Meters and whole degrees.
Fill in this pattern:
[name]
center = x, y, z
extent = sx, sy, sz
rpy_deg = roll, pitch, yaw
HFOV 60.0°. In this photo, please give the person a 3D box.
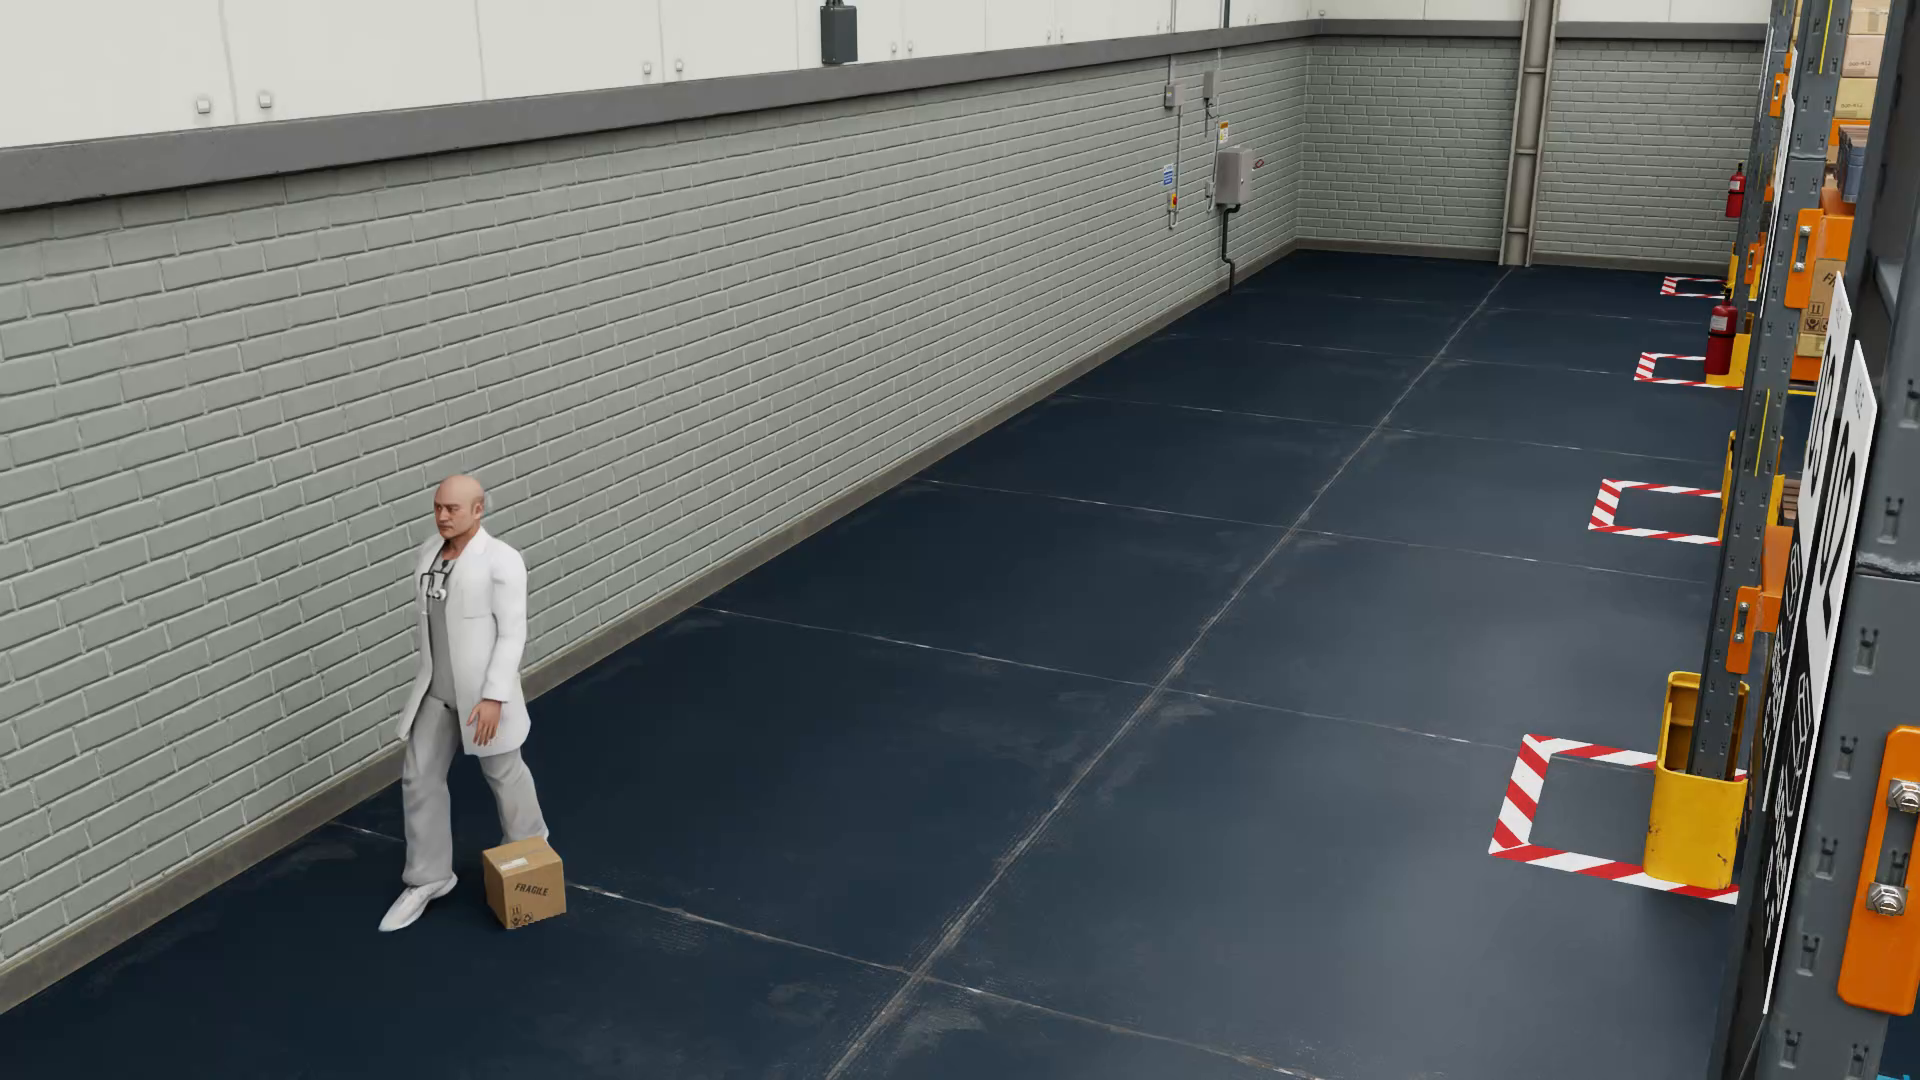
[person]
center = -2.024, 0.648, 6.688
extent = 0.604, 1.812, 0.783
rpy_deg = 8, 21, 24
